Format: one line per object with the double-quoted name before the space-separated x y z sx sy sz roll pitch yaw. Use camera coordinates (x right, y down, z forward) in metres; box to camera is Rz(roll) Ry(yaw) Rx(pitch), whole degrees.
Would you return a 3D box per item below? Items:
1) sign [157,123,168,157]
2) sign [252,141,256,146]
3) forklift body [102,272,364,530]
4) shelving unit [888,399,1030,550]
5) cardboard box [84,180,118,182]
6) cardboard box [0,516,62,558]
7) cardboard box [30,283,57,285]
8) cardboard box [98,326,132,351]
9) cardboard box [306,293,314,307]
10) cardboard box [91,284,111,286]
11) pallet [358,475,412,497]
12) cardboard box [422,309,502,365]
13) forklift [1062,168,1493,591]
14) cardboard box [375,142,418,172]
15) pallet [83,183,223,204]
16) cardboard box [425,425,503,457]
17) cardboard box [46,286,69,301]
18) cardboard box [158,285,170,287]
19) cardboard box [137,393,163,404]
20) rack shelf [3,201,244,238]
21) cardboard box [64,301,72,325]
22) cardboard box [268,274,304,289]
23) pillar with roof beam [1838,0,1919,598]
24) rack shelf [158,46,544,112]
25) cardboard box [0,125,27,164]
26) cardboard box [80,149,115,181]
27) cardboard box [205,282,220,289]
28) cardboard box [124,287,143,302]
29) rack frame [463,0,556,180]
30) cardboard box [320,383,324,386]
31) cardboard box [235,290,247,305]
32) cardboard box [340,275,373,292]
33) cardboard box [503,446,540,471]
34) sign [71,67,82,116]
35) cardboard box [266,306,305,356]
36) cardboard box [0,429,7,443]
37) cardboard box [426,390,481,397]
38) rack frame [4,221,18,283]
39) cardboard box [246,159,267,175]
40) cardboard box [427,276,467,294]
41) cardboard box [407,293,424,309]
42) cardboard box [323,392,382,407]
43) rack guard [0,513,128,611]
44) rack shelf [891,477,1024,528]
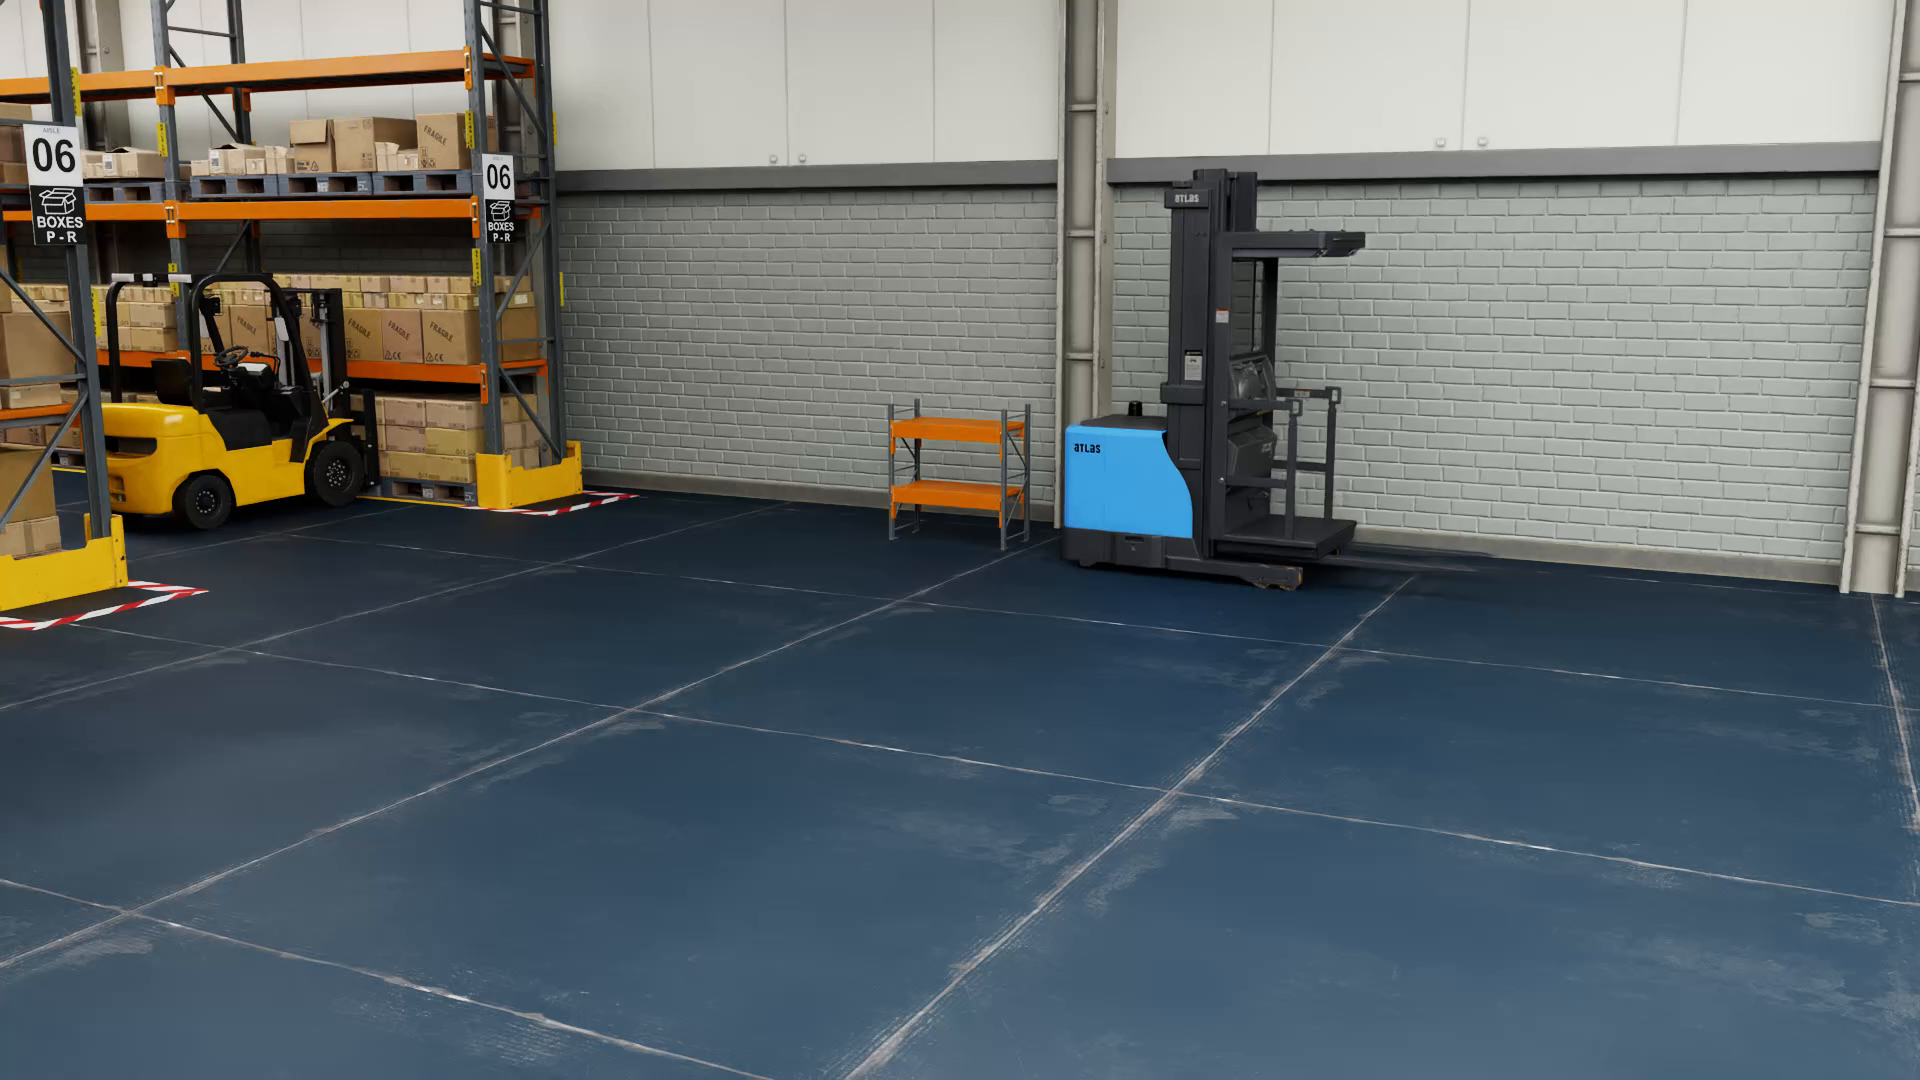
"sign" -7.923 -3.976 16.520 0.005 0.325 0.100 5 11 26
"sign" -7.447 -4.037 17.514 0.005 0.325 0.100 5 11 26
"forklift body" -6.612 -1.304 14.894 1.214 2.155 2.313 5 11 26
"shelving unit" -0.006 -0.554 13.633 1.048 1.125 0.538 5 11 26
"cardboard box" -9.336 -3.955 17.933 0.250 0.166 0.380 5 11 26
"cardboard box" -6.898 -0.032 12.023 0.500 0.250 0.500 5 11 25
"cardboard box" -10.408 -2.836 18.874 0.250 0.149 0.380 5 11 26
"cardboard box" -8.713 -2.141 17.560 0.500 0.250 0.500 5 11 25
"cardboard box" -6.144 -2.355 16.216 0.250 0.149 0.380 5 11 25
"cardboard box" -9.512 -2.751 18.404 0.250 0.149 0.380 5 12 27
"pallet" -5.899 -0.641 16.679 1.213 0.211 1.003 5 11 26
"cardboard box" -4.662 -1.909 15.576 0.500 0.500 0.500 5 11 25
"forklift" 2.318 -1.192 12.084 3.031 2.935 1.130 5 12 28
"cardboard box" -5.209 -3.566 15.504 0.258 0.266 0.396 5 11 26
"pallet" -8.488 -3.628 17.466 1.217 0.209 0.805 5 11 24
"cardboard box" -4.679 -0.951 15.701 0.500 0.250 0.500 5 11 25
"cardboard box" -9.527 -2.643 17.807 0.250 0.149 0.380 5 11 24
"cardboard box" -8.591 -2.675 17.985 0.250 0.149 0.380 5 11 25
"cardboard box" -8.165 -1.256 17.735 0.625 0.625 0.875 6 12 28
"rack shelf" -9.485 -3.458 18.012 4.000 0.370 1.077 5 11 26
"cardboard box" -9.166 -2.429 17.746 0.500 0.250 0.500 5 12 27
"cardboard box" -6.600 -2.543 16.421 0.250 0.149 0.380 5 11 25
"pillar with roof beam" 4.526 -3.381 7.143 0.400 9.000 9.100 5 11 26
"rack shelf" -5.898 -4.422 16.039 4.000 0.370 1.077 5 11 26
"cardboard box" -6.630 -2.701 11.394 0.500 0.250 0.500 5 11 25
"cardboard box" -9.137 -3.945 17.473 0.500 0.311 0.500 5 11 24
"cardboard box" -7.537 -2.621 16.850 0.250 0.149 0.380 5 12 27
"cardboard box" -8.532 -2.583 17.479 0.250 0.149 0.380 5 11 26
"rack frame" -4.104 -4.815 15.068 0.127 3.000 1.000 5 11 26
"cardboard box" -6.704 -1.479 17.211 0.500 0.250 0.500 5 11 25
"cardboard box" -7.043 -2.443 16.706 0.250 0.149 0.380 5 11 26
"cardboard box" -5.708 -2.457 15.946 0.250 0.149 0.380 5 12 27
"cardboard box" -4.458 -0.787 16.196 0.500 0.250 0.500 5 11 26
"sign" -6.057 -3.063 11.354 0.005 0.325 0.100 5 11 26
"cardboard box" -6.480 -2.073 16.480 0.500 0.500 0.500 5 11 25
"cardboard box" -10.725 -1.480 18.976 0.625 0.625 0.875 5 12 28
"cardboard box" -4.901 -1.316 16.311 0.500 0.250 0.500 5 11 26
"rack frame" -11.279 -2.494 19.085 0.127 3.000 1.000 5 11 26
"cardboard box" -6.734 -3.642 16.255 0.250 0.149 0.380 5 12 28
"cardboard box" -4.754 -2.387 15.559 0.250 0.149 0.380 5 11 26
"cardboard box" -4.987 -2.260 15.691 0.250 0.149 0.380 5 12 27
"cardboard box" -6.024 -1.314 16.301 0.500 0.250 0.500 5 11 25
"rack guard" -6.366 0.154 11.476 0.348 0.500 1.175 5 11 26
"rack shelf" -0.006 -0.313 13.677 1.000 0.278 0.538 5 11 26
